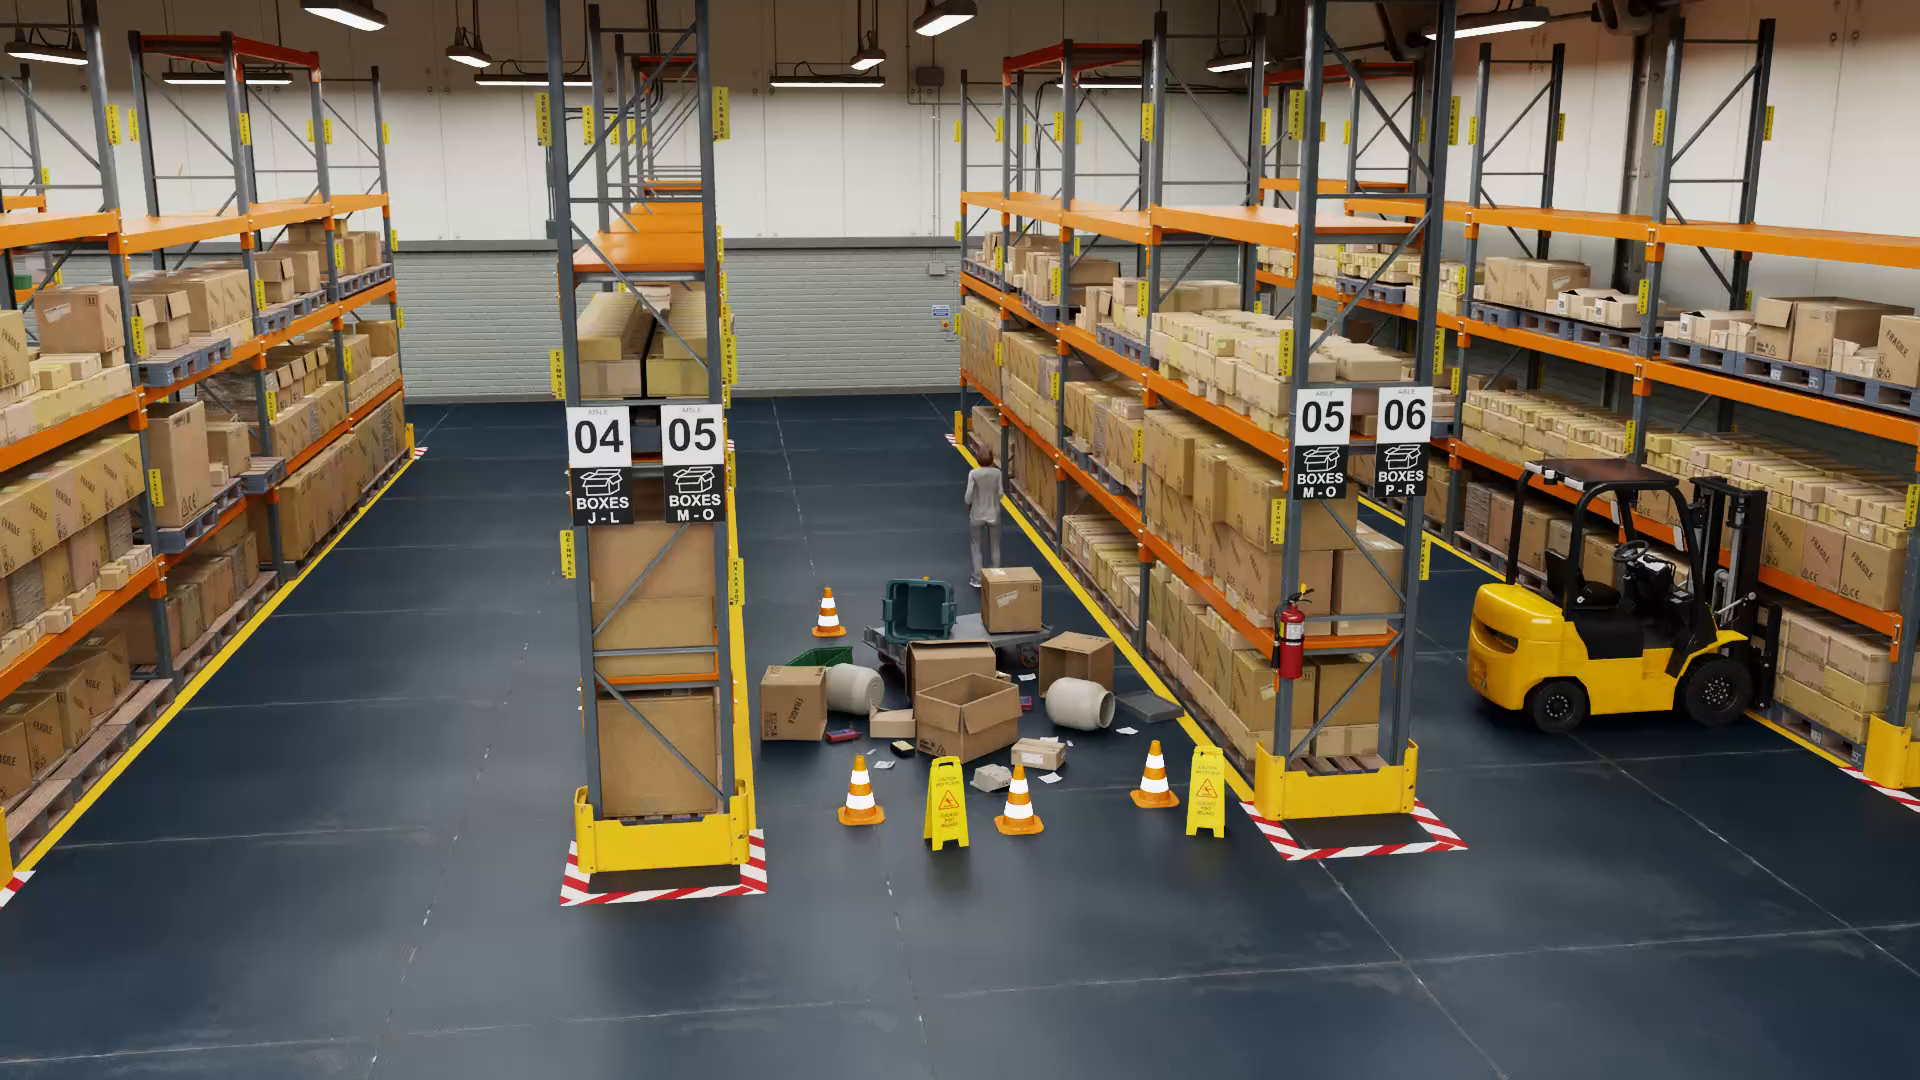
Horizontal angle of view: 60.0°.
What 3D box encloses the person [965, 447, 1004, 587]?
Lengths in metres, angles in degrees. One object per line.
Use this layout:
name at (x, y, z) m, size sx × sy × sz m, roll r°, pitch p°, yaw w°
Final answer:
person at (0.269, -0.264, 18.596) m, size 0.443 × 1.603 × 0.436 m, roll -2°, pitch 14°, yaw -9°
